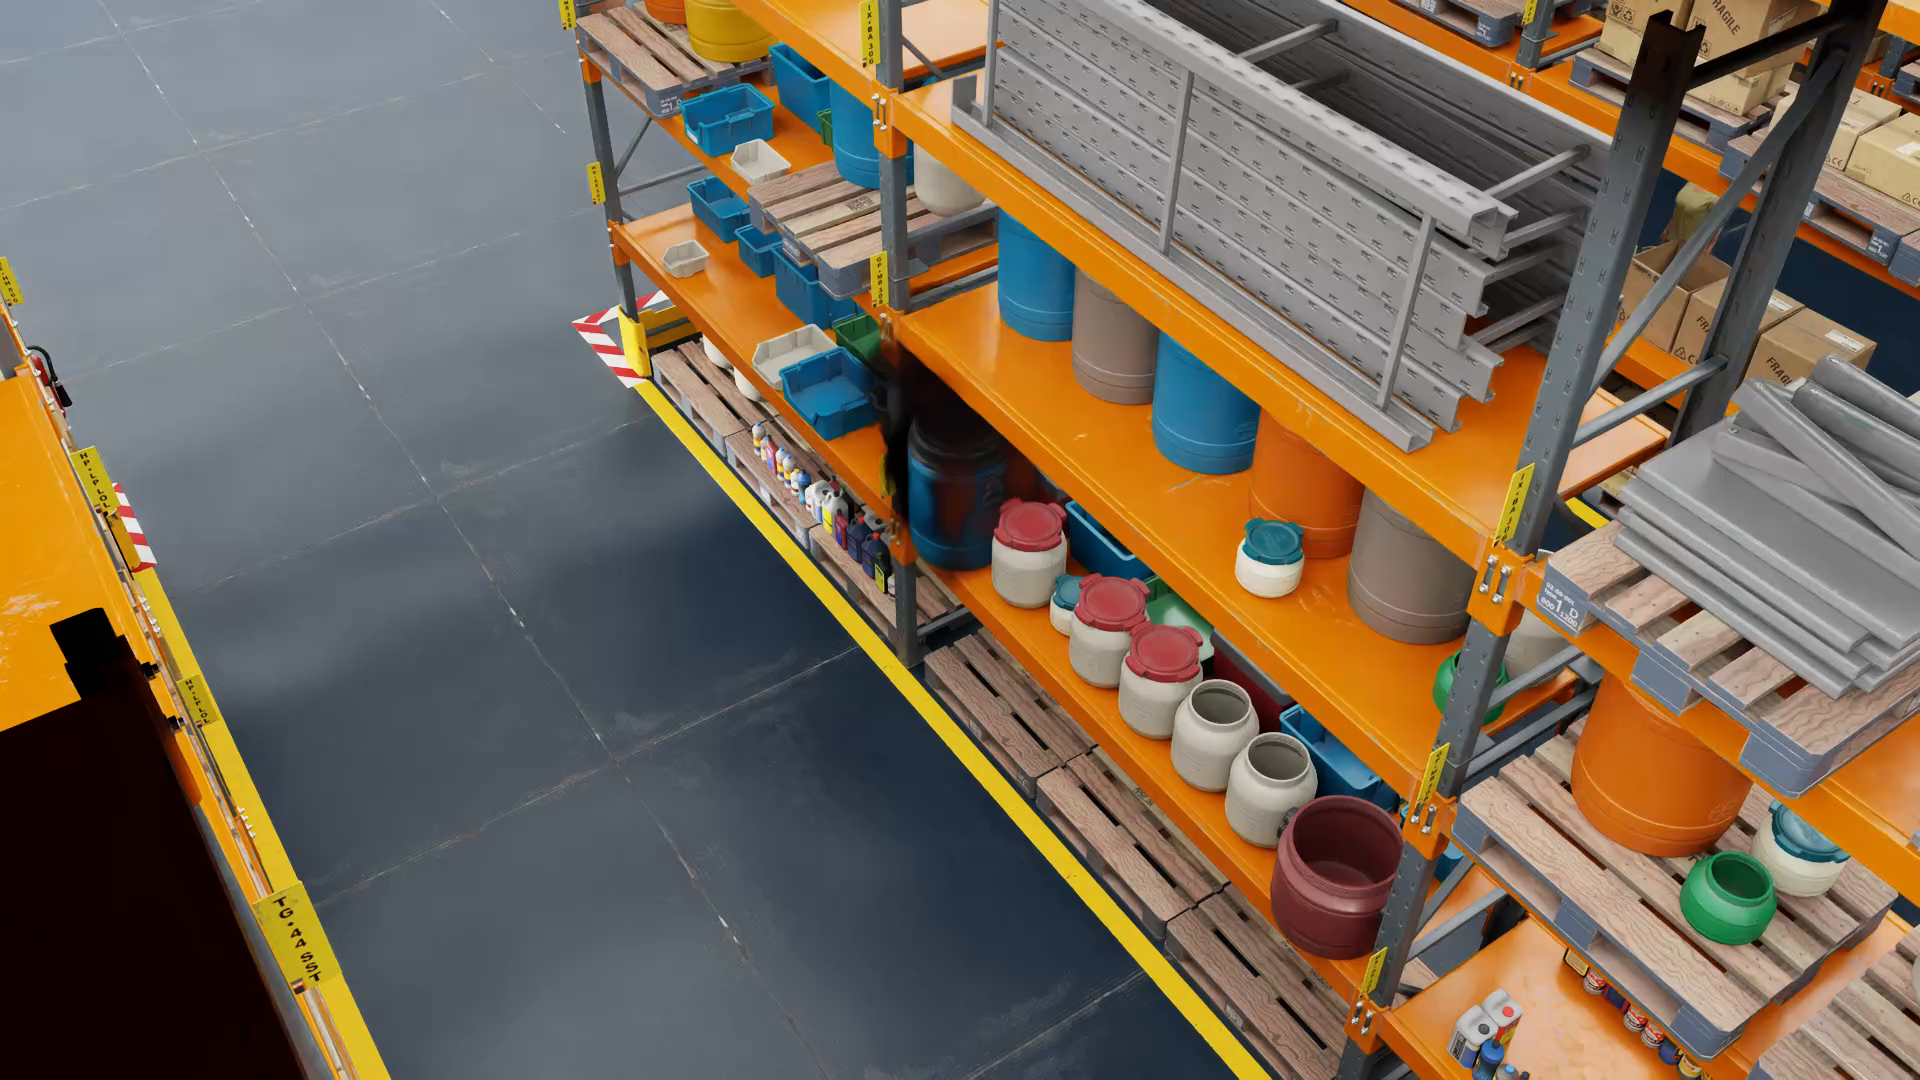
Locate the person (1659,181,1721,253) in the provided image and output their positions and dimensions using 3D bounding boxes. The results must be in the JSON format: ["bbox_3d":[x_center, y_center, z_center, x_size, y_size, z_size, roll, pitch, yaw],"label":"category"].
[{"bbox_3d":[5.676,-2.302,13.043,0.420,1.680,0.513,3,43,3],"label":"person"}]
